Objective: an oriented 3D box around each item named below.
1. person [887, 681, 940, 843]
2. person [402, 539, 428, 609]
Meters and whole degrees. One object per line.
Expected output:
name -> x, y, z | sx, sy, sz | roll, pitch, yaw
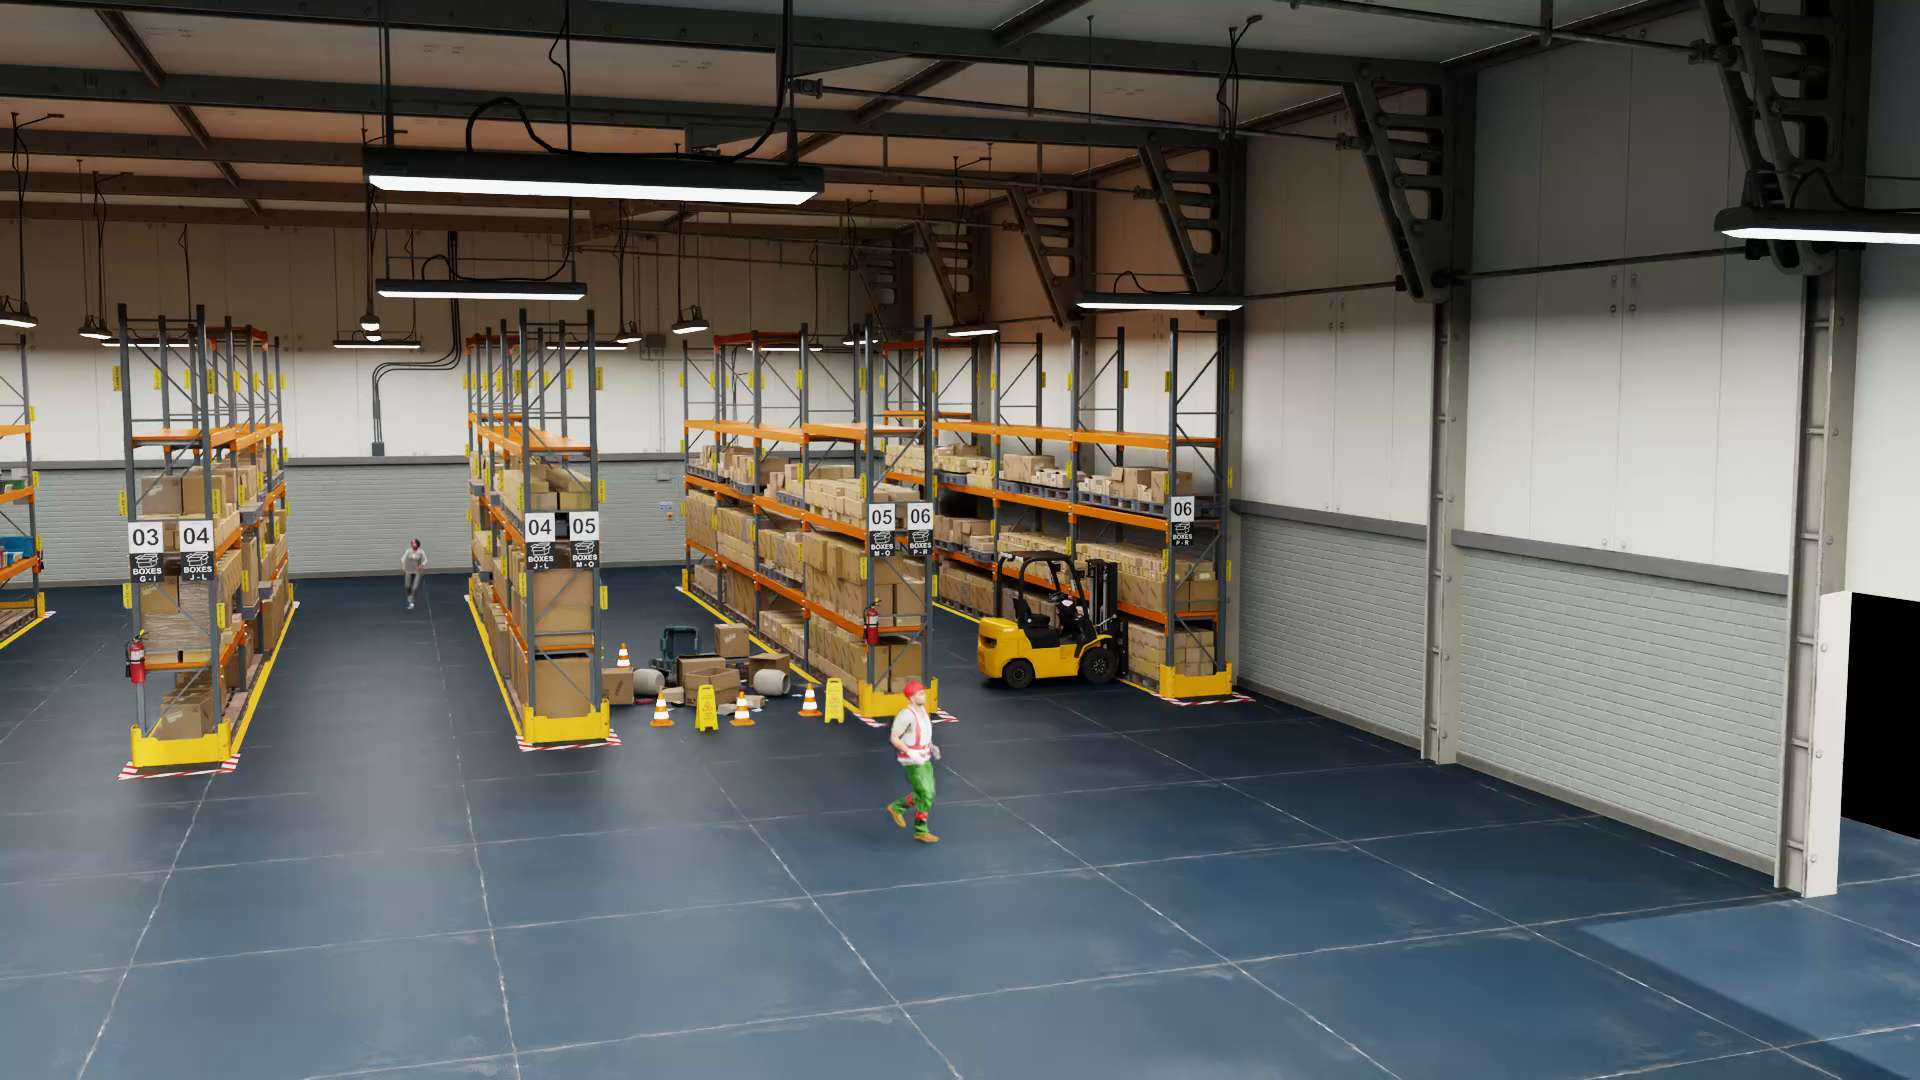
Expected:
person -> -0.541, 2.410, 18.166 | 0.666, 1.755, 0.668 | 2, 6, 25
person -> -12.088, 0.740, 36.869 | 0.566, 1.555, 0.495 | -1, 5, -9
